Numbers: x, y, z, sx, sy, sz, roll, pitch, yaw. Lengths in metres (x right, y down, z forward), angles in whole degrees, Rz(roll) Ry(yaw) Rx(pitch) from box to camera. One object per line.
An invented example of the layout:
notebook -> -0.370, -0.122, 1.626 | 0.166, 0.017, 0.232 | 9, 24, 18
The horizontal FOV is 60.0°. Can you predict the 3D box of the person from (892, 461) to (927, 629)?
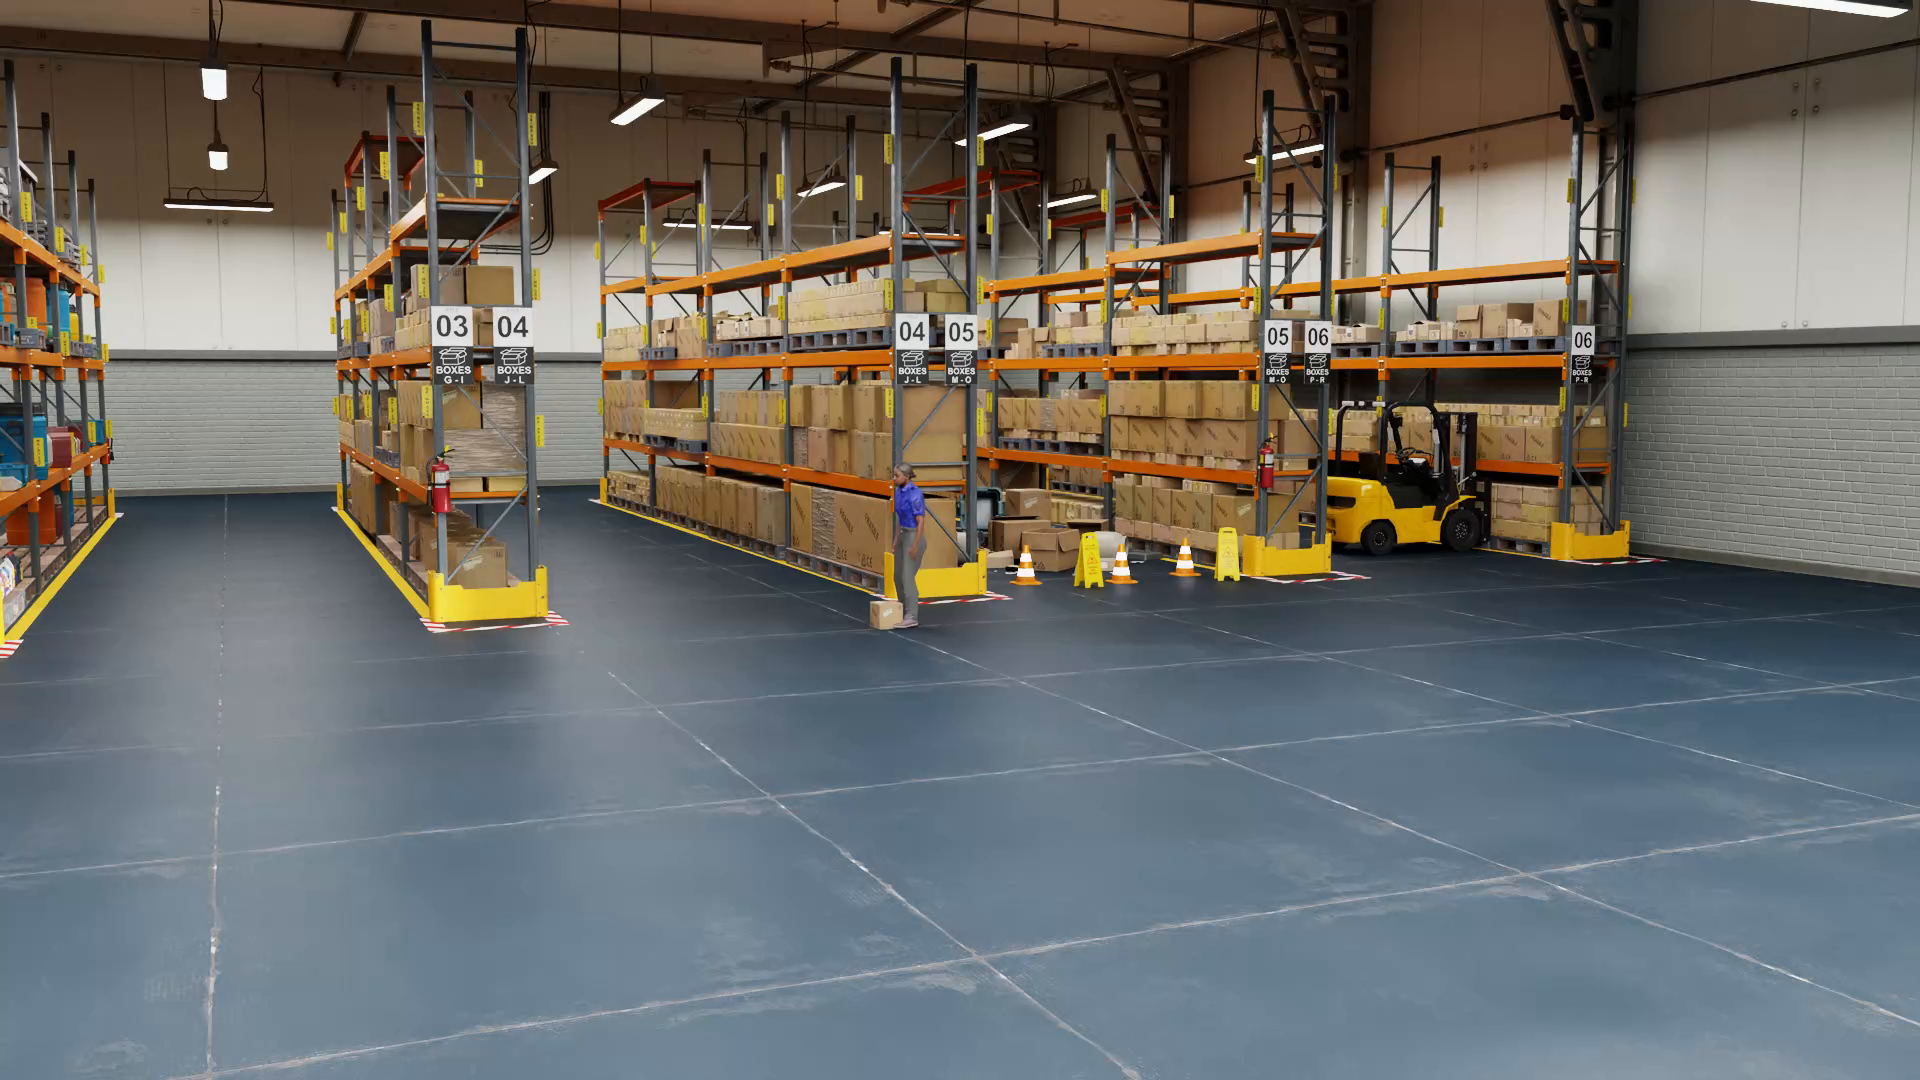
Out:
person -> -0.546, 0.040, 16.606 | 0.395, 1.656, 0.529 | -3, 6, -26
